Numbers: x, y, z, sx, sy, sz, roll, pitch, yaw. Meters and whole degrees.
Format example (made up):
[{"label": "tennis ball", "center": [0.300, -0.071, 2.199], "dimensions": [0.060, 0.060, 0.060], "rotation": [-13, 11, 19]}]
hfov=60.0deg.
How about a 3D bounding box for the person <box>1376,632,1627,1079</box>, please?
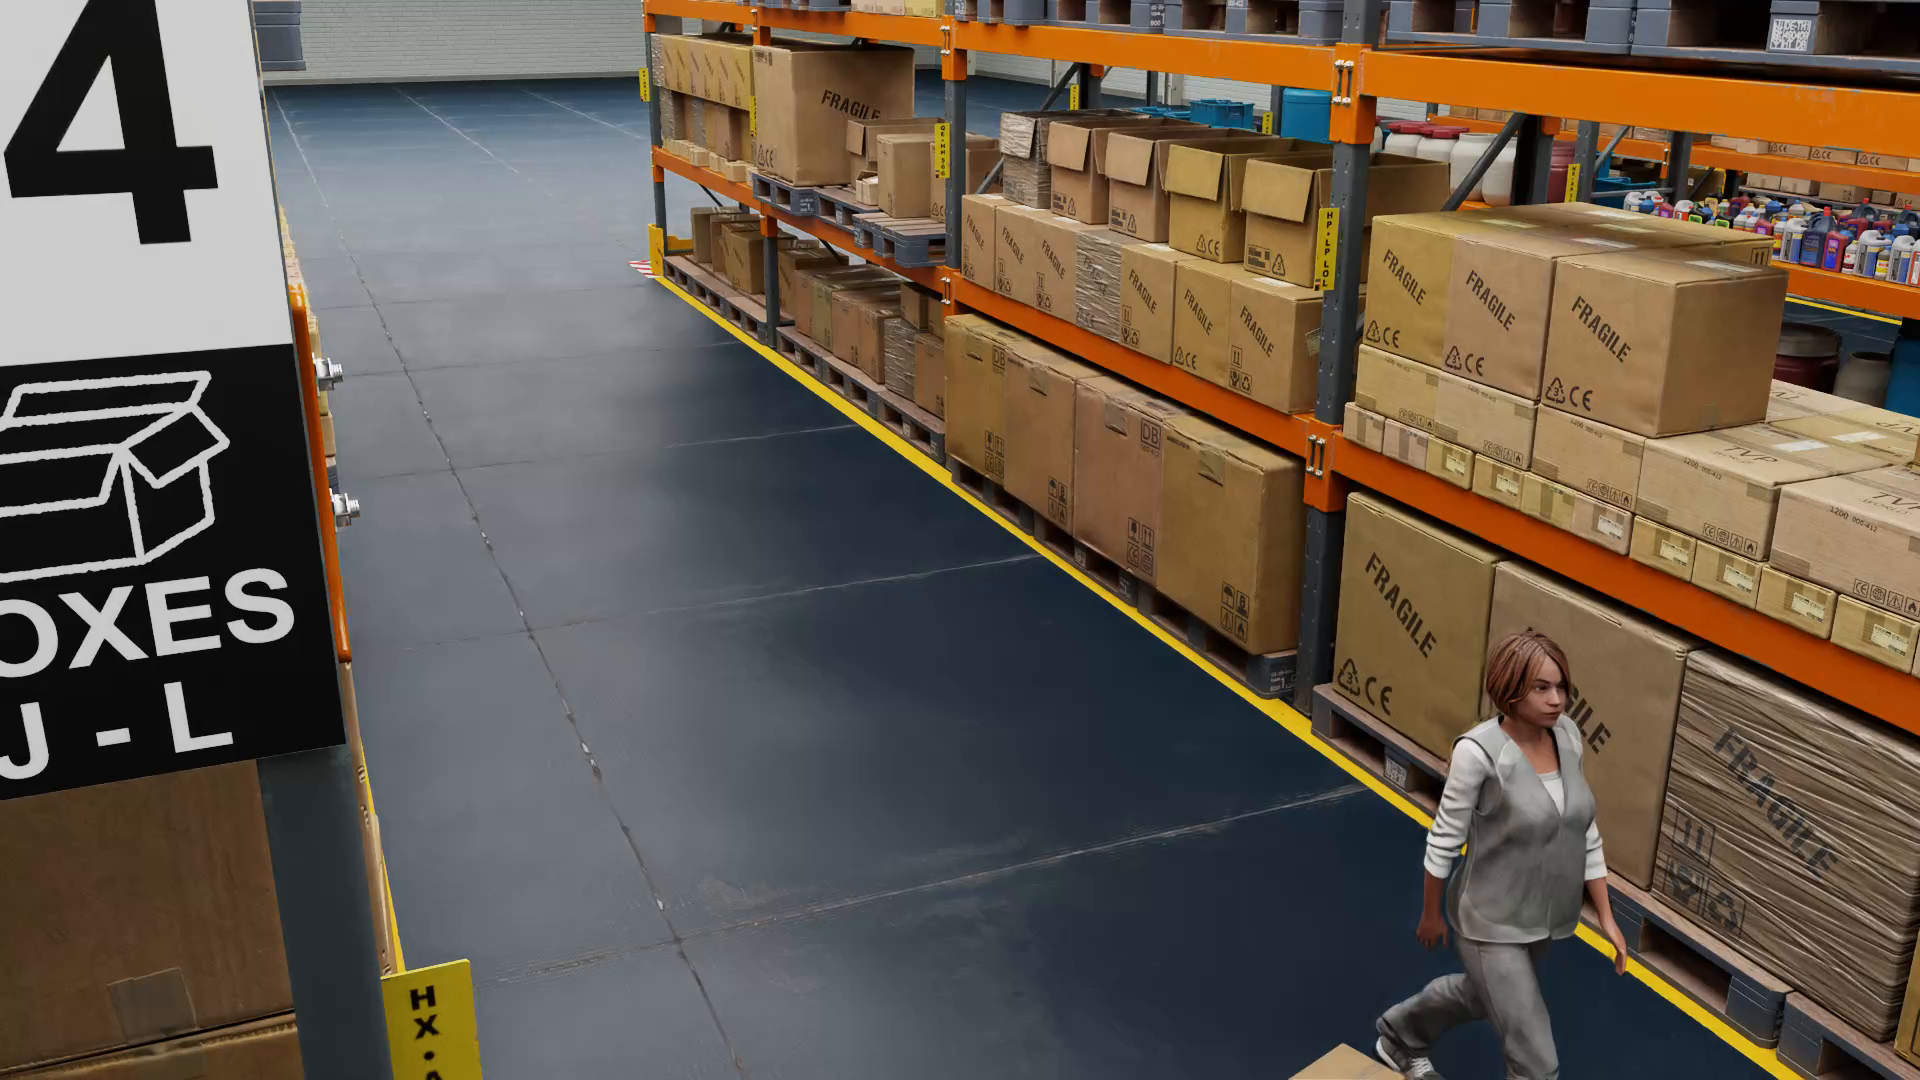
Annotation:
[{"label": "person", "center": [1.436, 0.970, 4.275], "dimensions": [0.414, 1.538, 0.944], "rotation": [-11, 22, -28]}]
